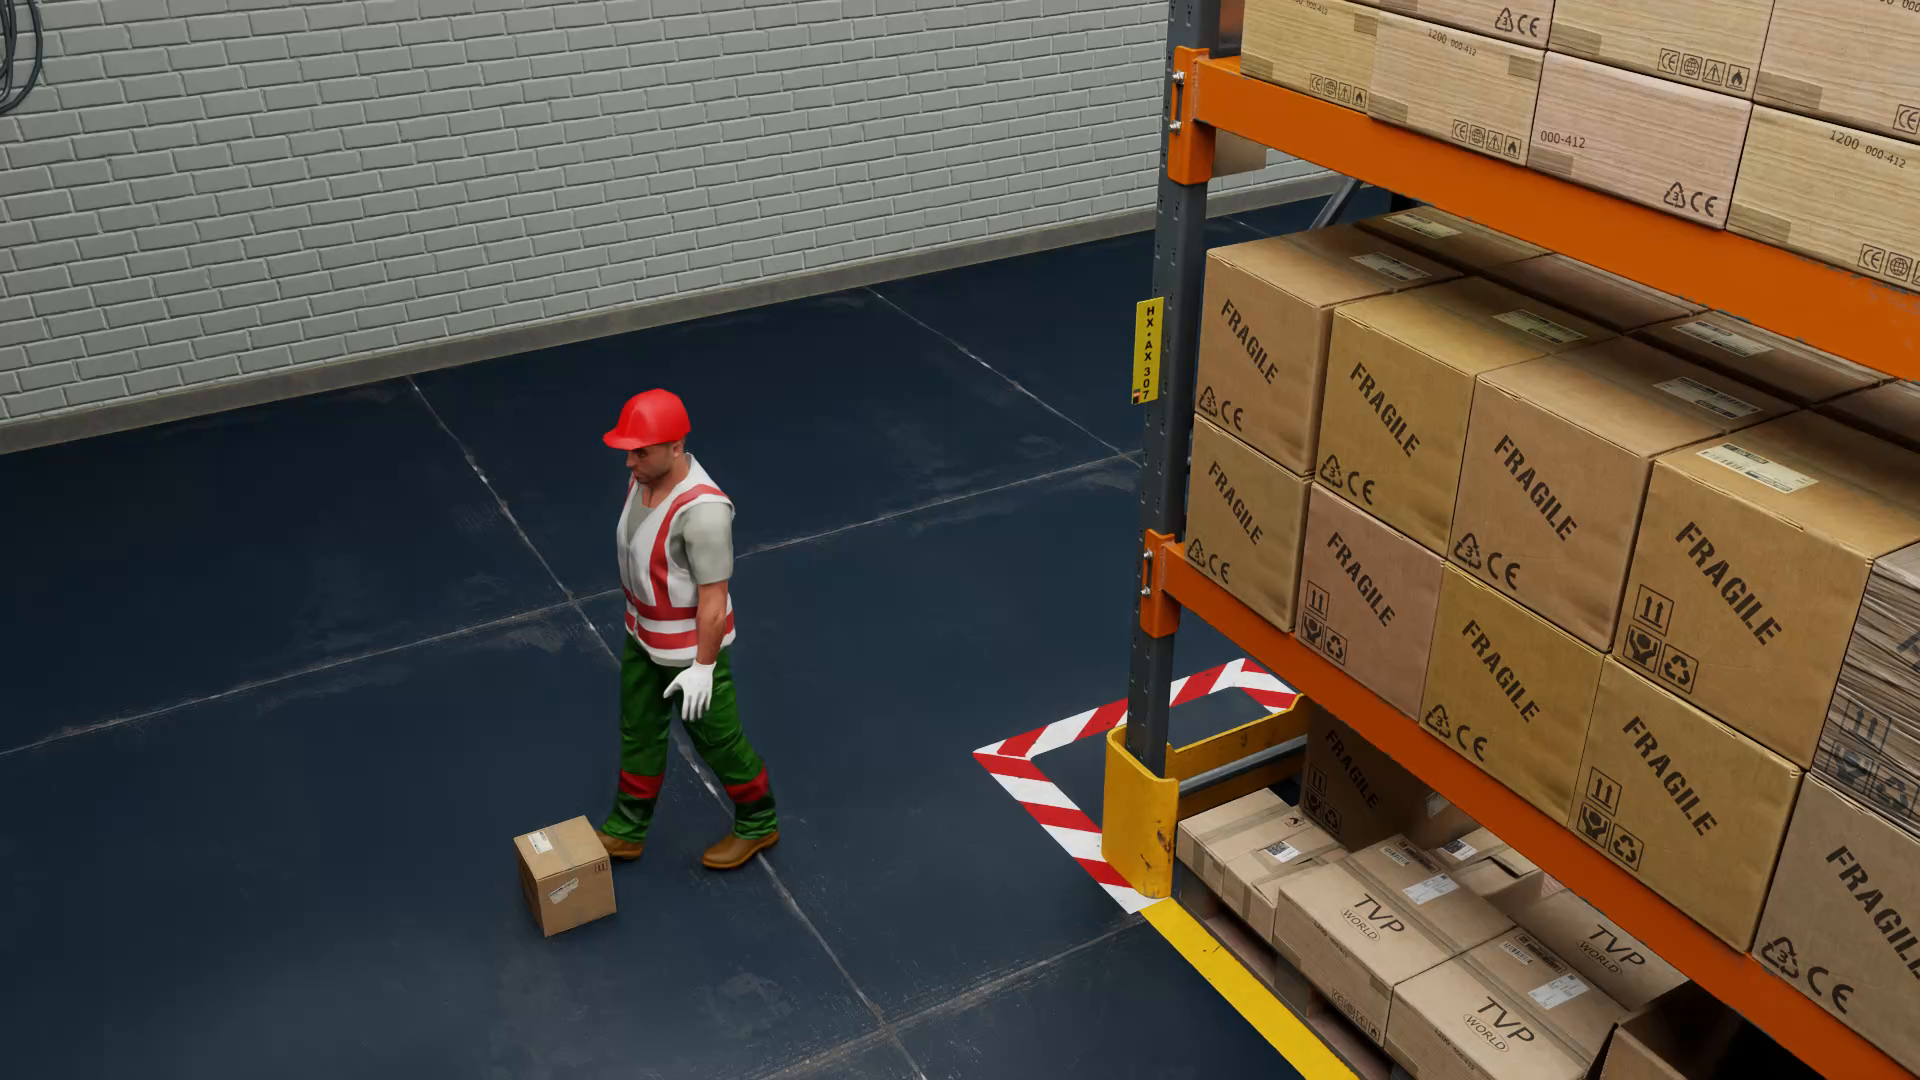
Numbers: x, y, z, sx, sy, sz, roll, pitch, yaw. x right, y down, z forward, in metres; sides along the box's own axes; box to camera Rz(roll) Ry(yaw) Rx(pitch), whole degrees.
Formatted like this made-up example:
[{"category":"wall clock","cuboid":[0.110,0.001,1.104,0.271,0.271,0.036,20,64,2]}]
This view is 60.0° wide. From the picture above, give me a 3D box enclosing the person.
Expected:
[{"category":"person","cuboid":[-1.002,0.352,5.438,0.715,1.781,0.567,-19,34,-30]}]
